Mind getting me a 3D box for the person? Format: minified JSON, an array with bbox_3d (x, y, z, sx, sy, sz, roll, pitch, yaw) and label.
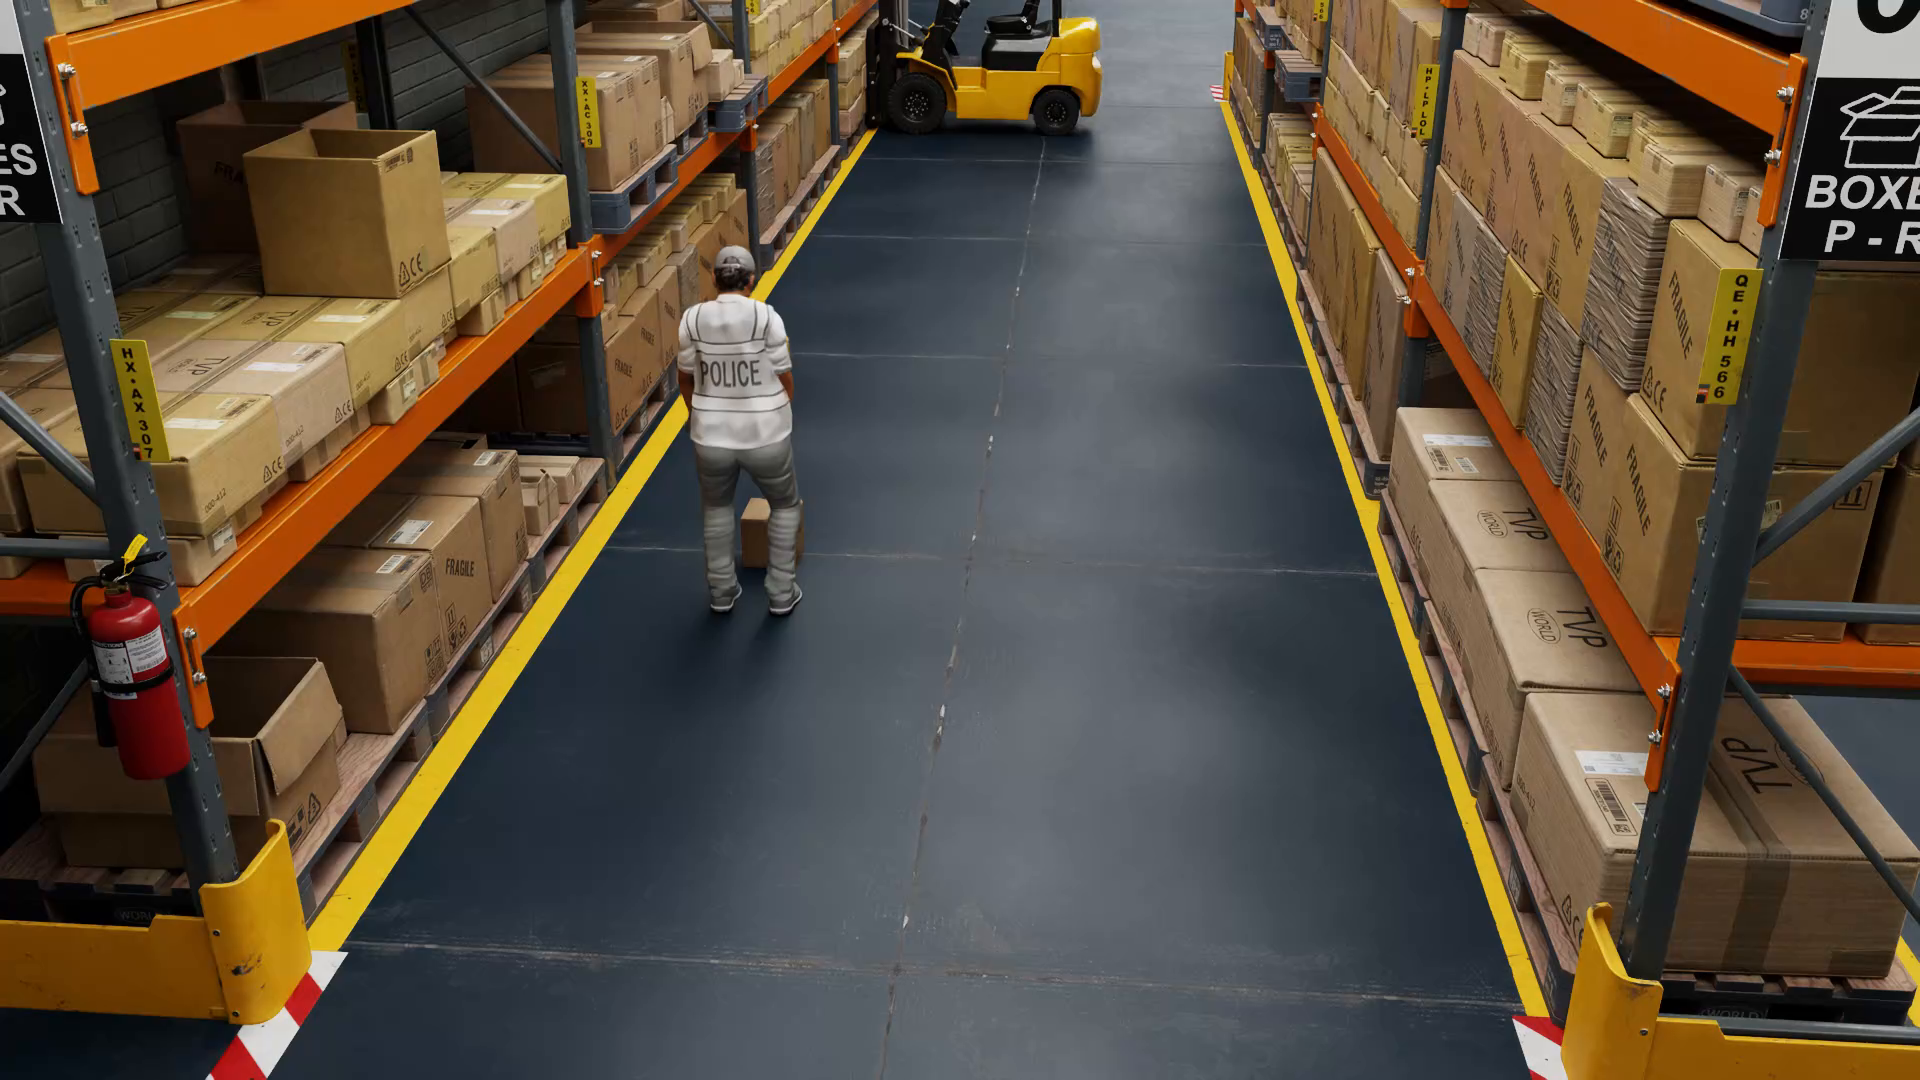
[{"bbox_3d":[-0.952,-0.449,7.162,0.500,1.610,0.496,2,25,5],"label":"person"}]
